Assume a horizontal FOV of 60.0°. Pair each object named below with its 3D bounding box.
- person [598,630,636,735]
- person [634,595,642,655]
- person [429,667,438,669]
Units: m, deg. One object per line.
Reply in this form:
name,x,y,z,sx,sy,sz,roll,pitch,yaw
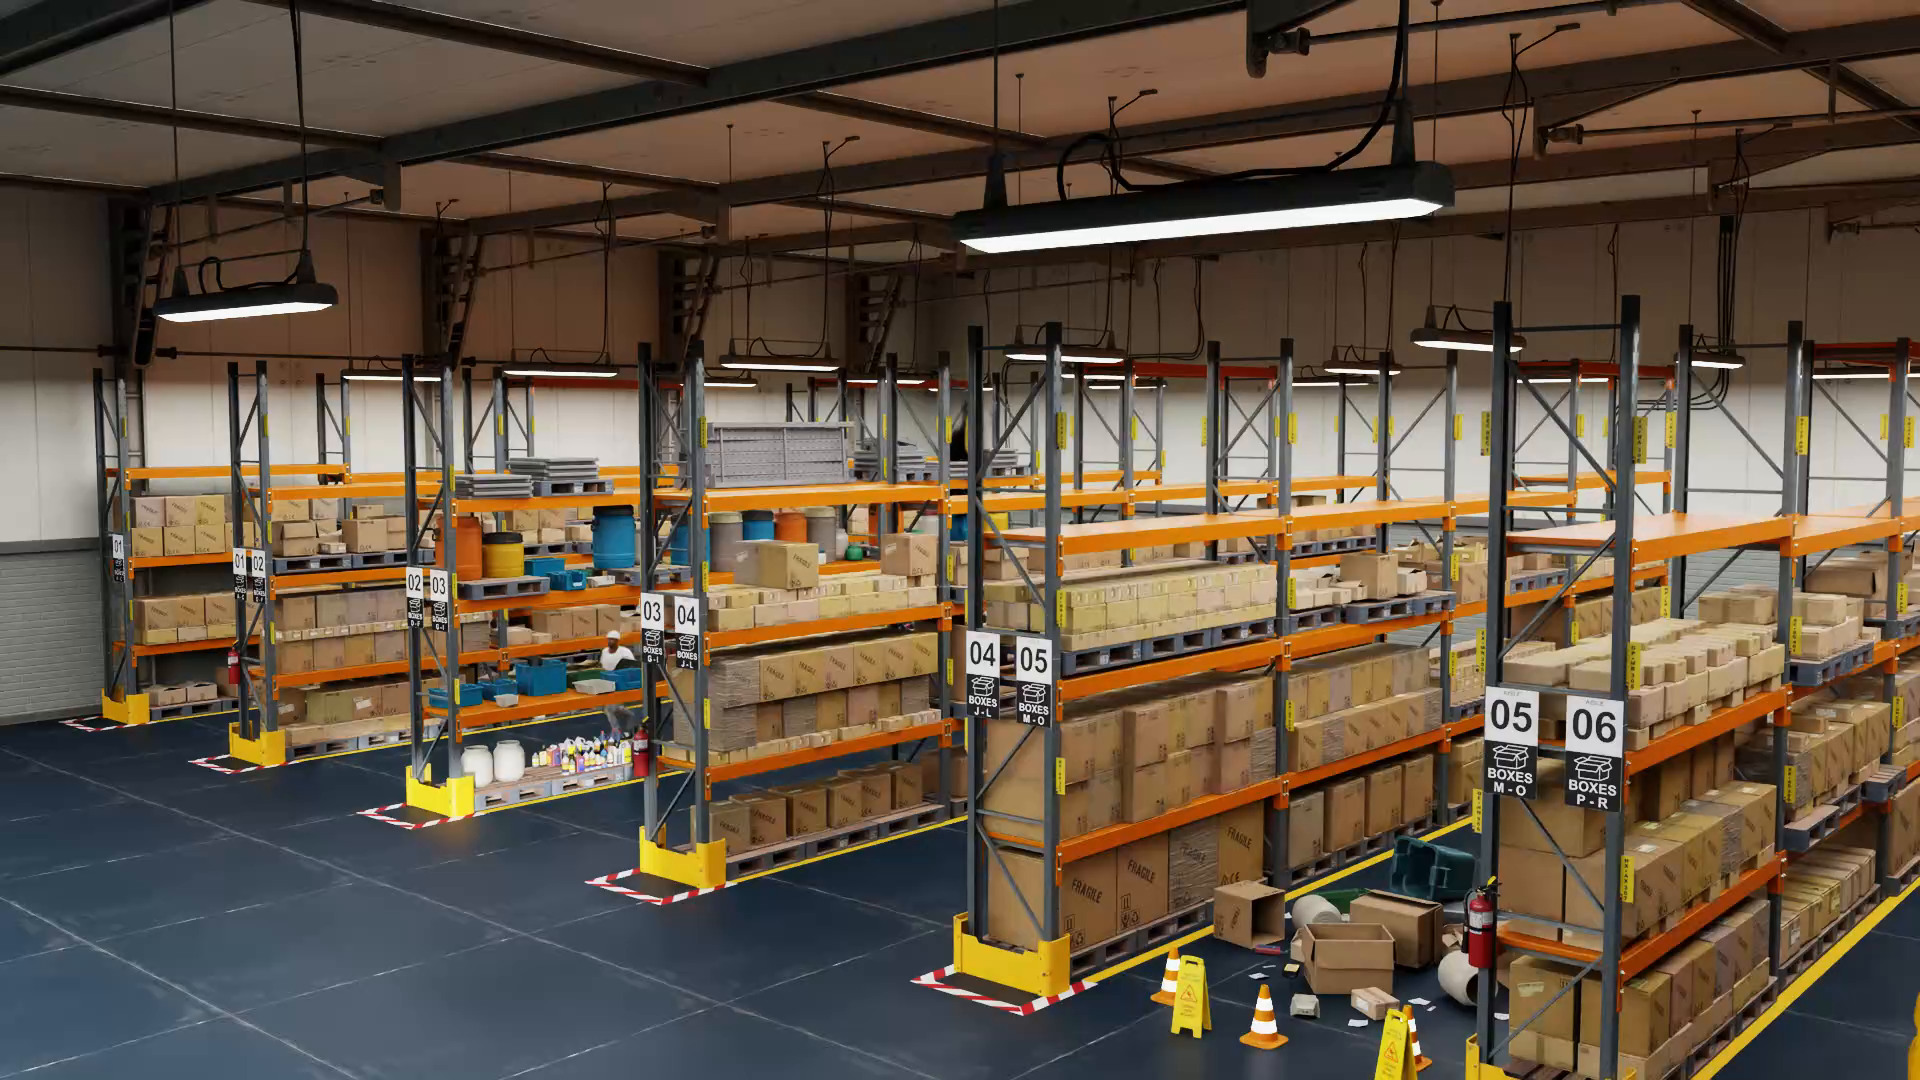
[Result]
person,-5.579,2.319,26.982,0.708,1.725,0.585,2,5,28
person,-6.404,1.846,33.839,0.625,1.654,0.724,2,5,28
person,-9.424,2.094,29.763,0.646,1.847,0.797,2,5,24
